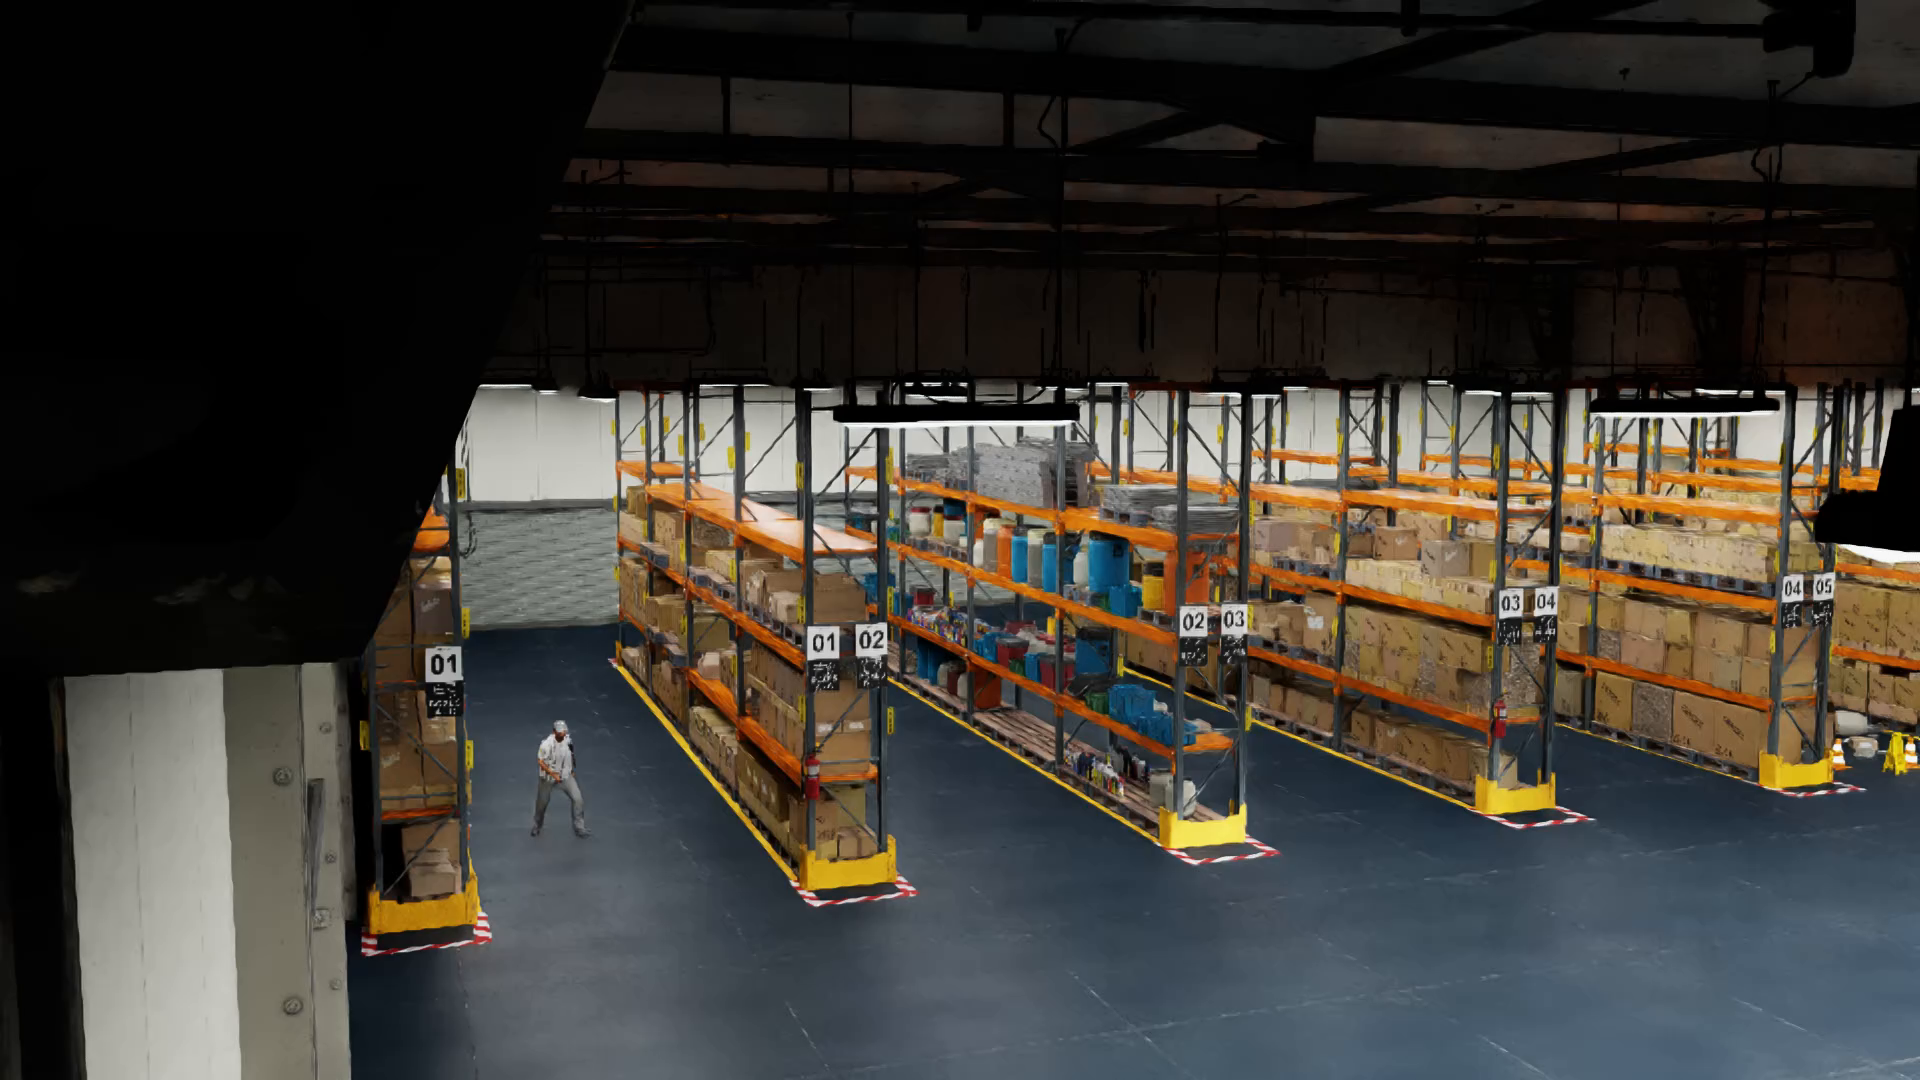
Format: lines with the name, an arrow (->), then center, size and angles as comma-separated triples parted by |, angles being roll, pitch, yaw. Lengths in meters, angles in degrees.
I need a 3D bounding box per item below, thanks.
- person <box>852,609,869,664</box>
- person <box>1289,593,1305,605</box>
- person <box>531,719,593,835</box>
person -> -2.148, 1.787, 35.305 | 0.448, 1.601, 0.990 | -1, 6, -10
person -> 8.885, 0.933, 43.585 | 0.465, 1.586, 0.570 | 3, 7, 27
person -> -5.405, 3.170, 22.361 | 0.661, 1.599, 0.805 | -5, 8, -37
